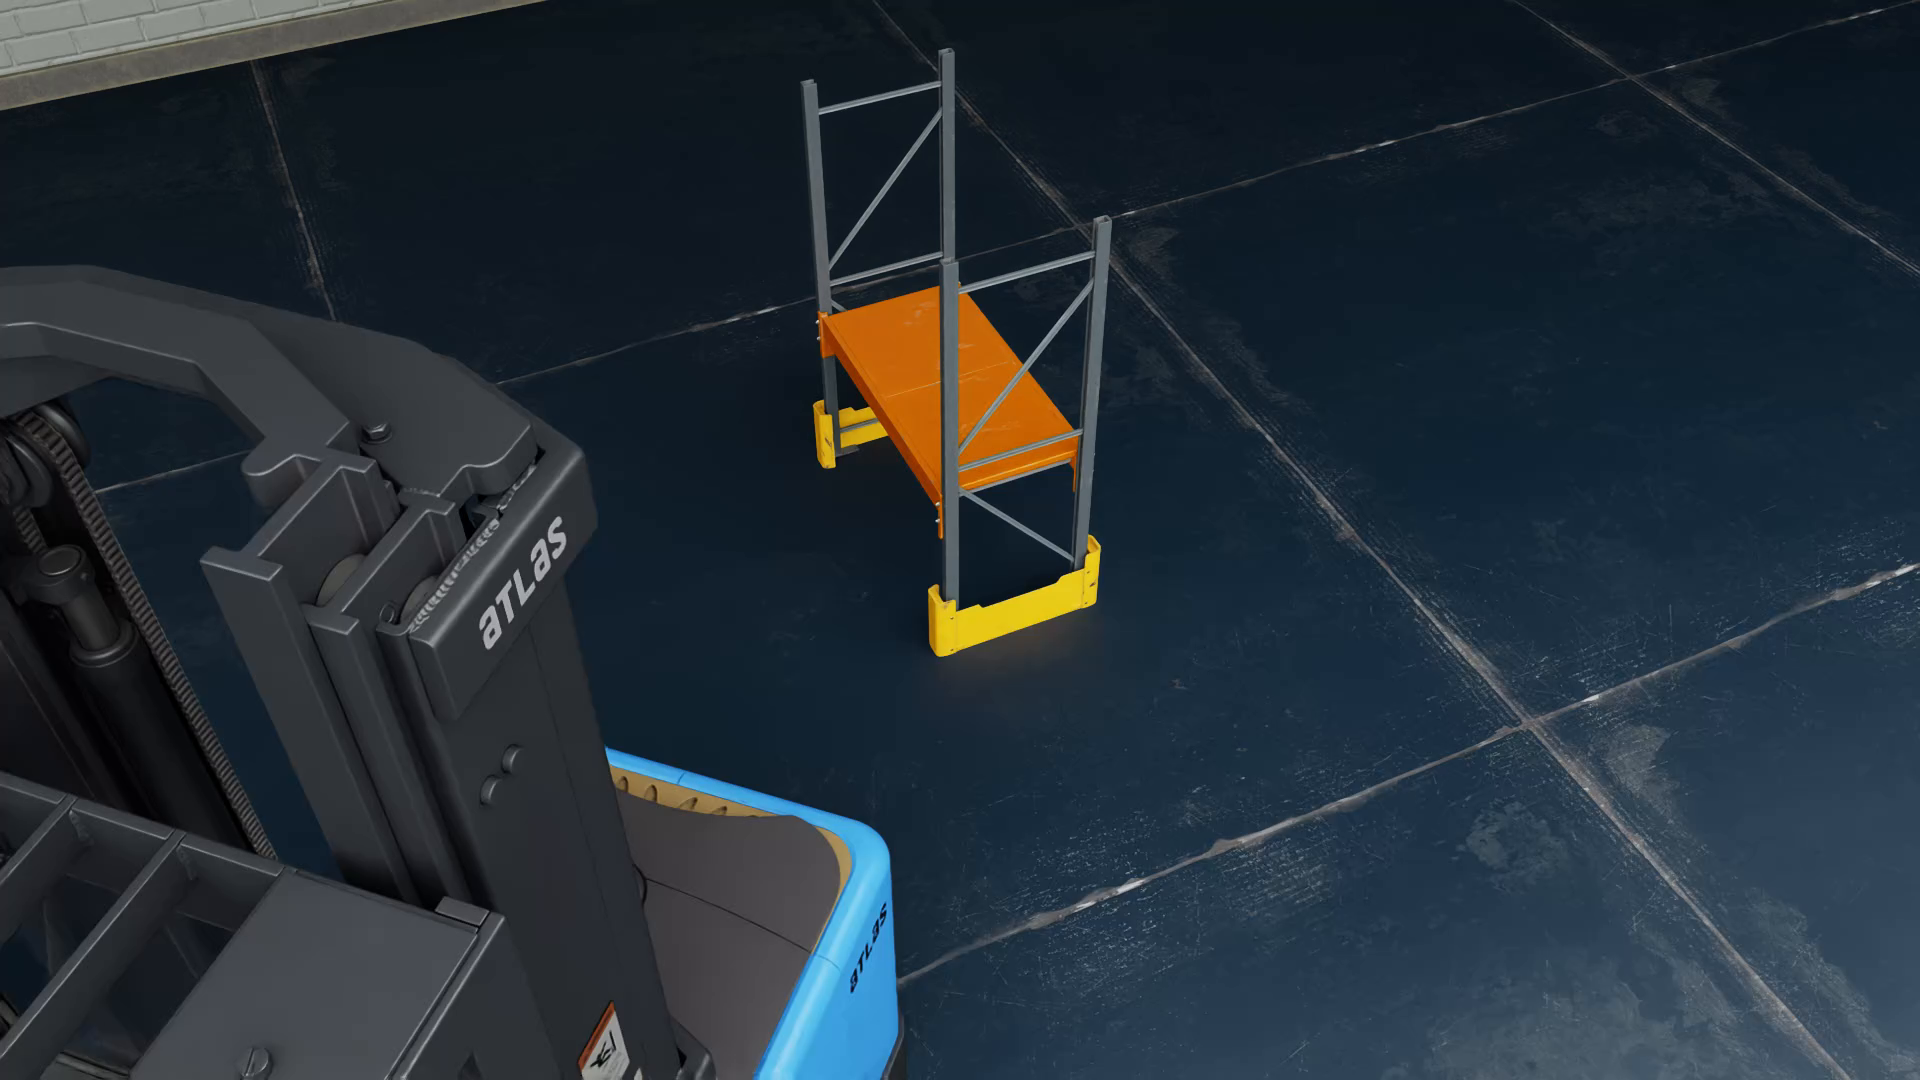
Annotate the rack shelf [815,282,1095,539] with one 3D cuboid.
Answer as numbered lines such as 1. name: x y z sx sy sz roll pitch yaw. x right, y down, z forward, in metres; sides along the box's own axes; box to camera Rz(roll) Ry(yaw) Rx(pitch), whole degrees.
1. rack shelf: -0.036 -0.460 5.405 0.538 0.185 1.000 -18 47 -17

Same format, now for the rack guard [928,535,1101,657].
1. rack guard: 0.177 0.180 5.390 0.587 0.250 0.087 -18 47 -17

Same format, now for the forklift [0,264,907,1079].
1. forklift: -1.102 1.214 2.433 1.130 2.935 3.031 14 46 14

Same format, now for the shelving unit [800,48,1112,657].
1. shelving unit: -0.032 -0.582 5.272 0.587 1.500 1.083 -18 47 -17

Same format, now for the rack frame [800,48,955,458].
1. rack frame: -0.250 -0.912 5.607 0.500 1.500 0.032 -18 47 -17

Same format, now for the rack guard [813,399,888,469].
1. rack guard: -0.241 -0.455 6.033 0.587 0.250 0.087 -18 47 -17

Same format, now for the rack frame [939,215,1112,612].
1. rack frame: 0.178 -0.264 4.950 0.500 1.500 0.032 -18 47 -17
